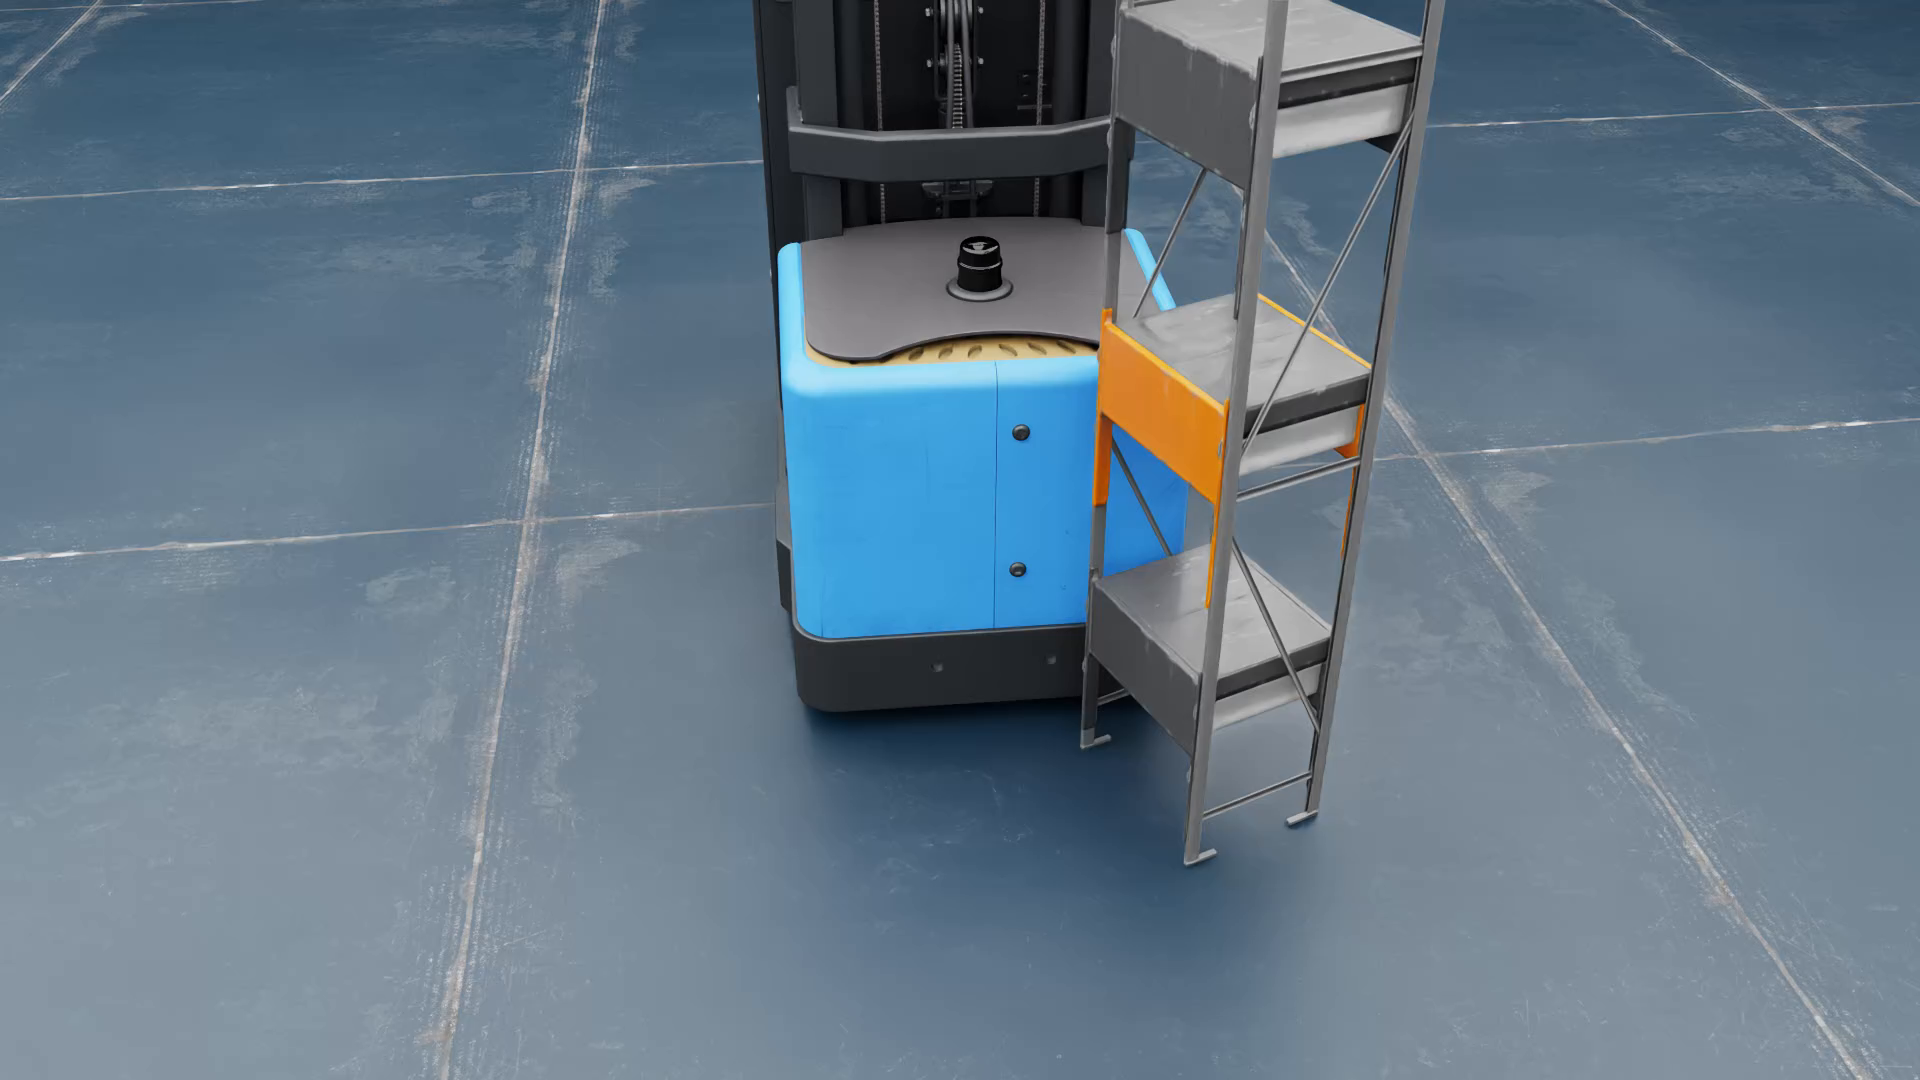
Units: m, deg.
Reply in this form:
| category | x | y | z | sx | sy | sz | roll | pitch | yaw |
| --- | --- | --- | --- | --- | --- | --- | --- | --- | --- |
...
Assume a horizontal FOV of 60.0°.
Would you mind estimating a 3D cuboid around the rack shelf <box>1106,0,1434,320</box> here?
| category | x | y | z | sx | sy | sz | roll | pitch | yaw |
| --- | --- | --- | --- | --- | --- | --- | --- | --- | --- |
| rack shelf | 0.608 | -0.817 | 3.361 | 0.431 | 0.518 | 0.480 | -17 | 37 | -23 |

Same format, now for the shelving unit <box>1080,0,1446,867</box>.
| category | x | y | z | sx | sy | sz | roll | pitch | yaw |
| --- | --- | --- | --- | --- | --- | --- | --- | --- | --- |
| shelving unit | 0.610 | -0.247 | 3.744 | 0.431 | 2.100 | 0.503 | -17 | 37 | -23 |

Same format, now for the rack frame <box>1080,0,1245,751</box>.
| category | x | y | z | sx | sy | sz | roll | pitch | yaw |
| --- | --- | --- | --- | --- | --- | --- | --- | --- | --- |
| rack frame | 0.497 | -0.367 | 3.923 | 0.400 | 2.100 | 0.015 | -17 | 37 | -23 |

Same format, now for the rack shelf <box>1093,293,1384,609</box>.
| category | x | y | z | sx | sy | sz | roll | pitch | yaw |
| --- | --- | --- | --- | --- | --- | --- | --- | --- | --- |
| rack shelf | 0.610 | -0.235 | 3.751 | 0.431 | 0.518 | 0.480 | -17 | 37 | -23 |

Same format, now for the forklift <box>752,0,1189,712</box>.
| category | x | y | z | sx | sy | sz | roll | pitch | yaw |
| --- | --- | --- | --- | --- | --- | --- | --- | --- | --- |
| forklift | -0.064 | -1.563 | 4.941 | 1.130 | 2.935 | 3.031 | -3 | 34 | -5 |

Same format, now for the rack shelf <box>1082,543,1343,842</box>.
| category | x | y | z | sx | sy | sz | roll | pitch | yaw |
| --- | --- | --- | --- | --- | --- | --- | --- | --- | --- |
| rack shelf | 0.613 | 0.346 | 4.141 | 0.431 | 0.518 | 0.480 | -17 | 37 | -23 |

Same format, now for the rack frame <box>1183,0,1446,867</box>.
| category | x | y | z | sx | sy | sz | roll | pitch | yaw |
| --- | --- | --- | --- | --- | --- | --- | --- | --- | --- |
| rack frame | 0.724 | -0.127 | 3.564 | 0.400 | 2.100 | 0.015 | -17 | 37 | -23 |
